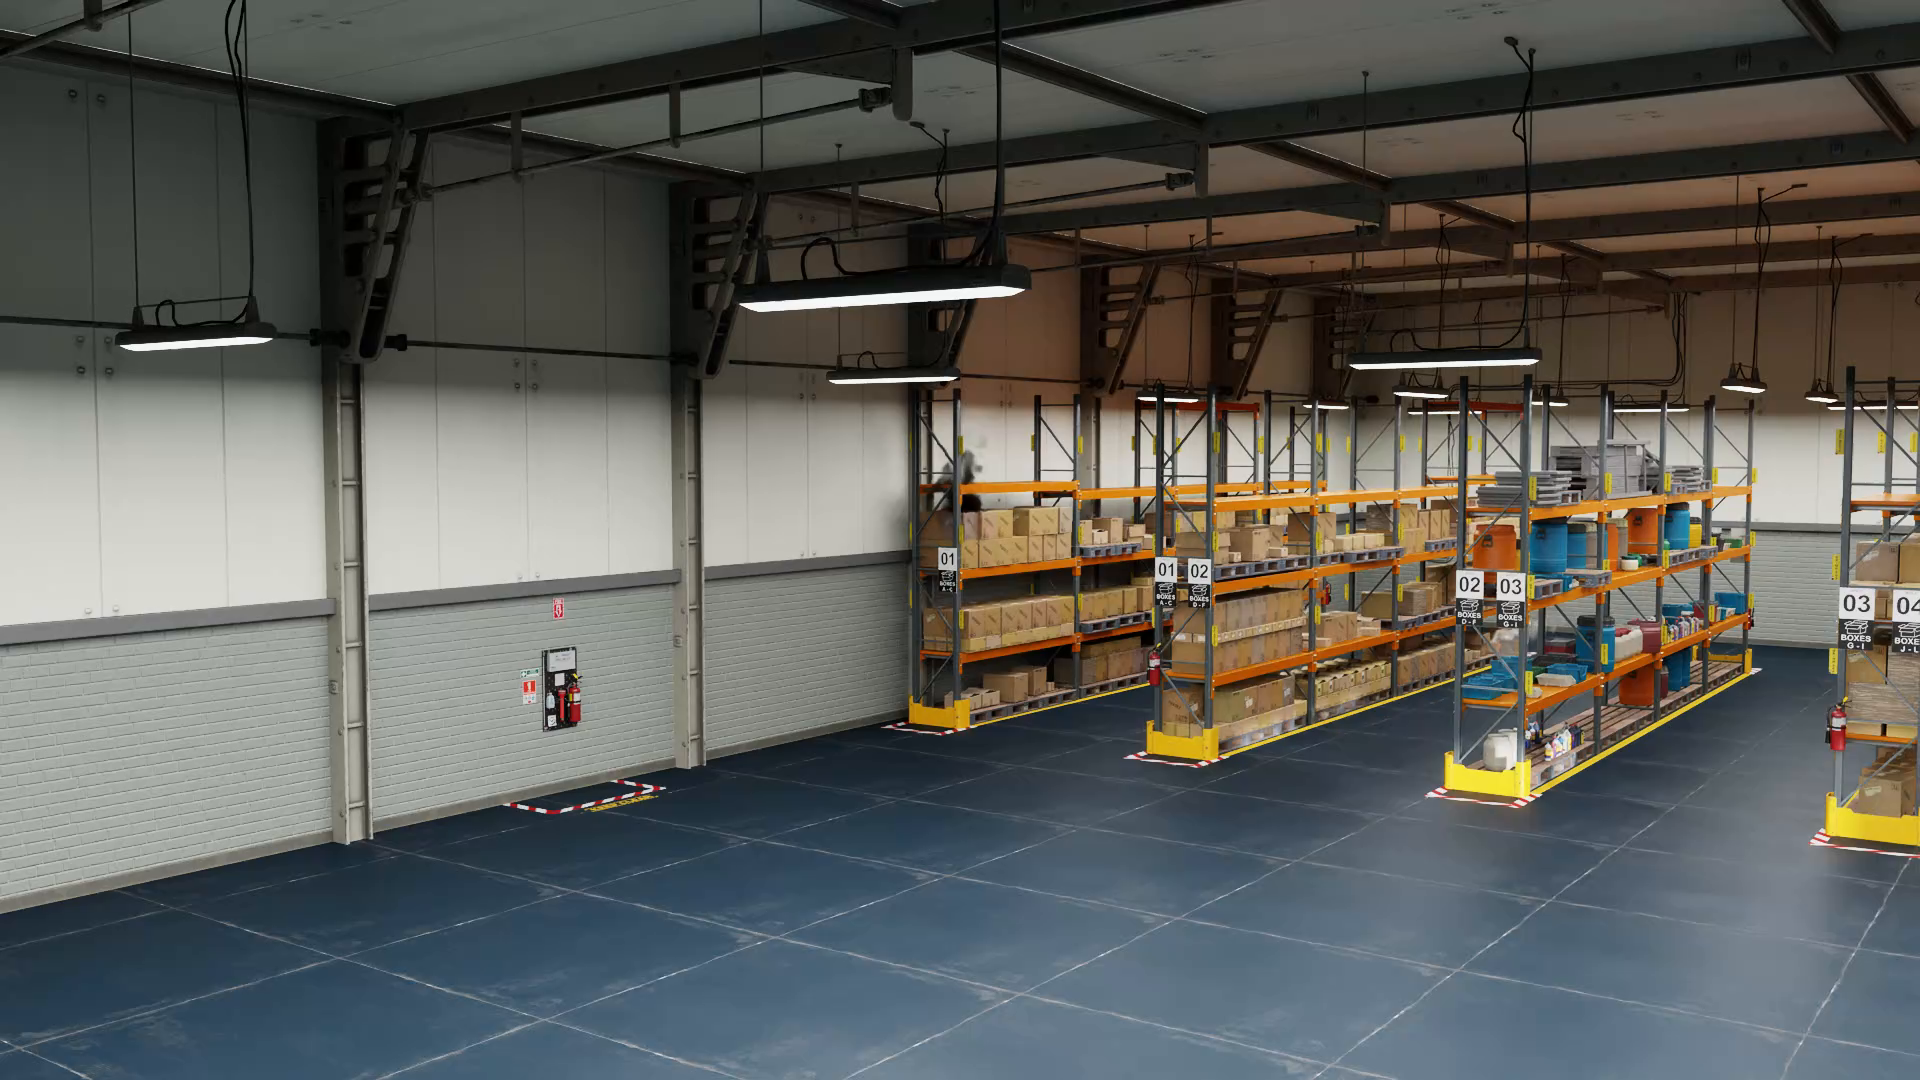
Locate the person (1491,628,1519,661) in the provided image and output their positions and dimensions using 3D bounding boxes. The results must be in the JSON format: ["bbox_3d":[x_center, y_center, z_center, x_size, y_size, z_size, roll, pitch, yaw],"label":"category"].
[{"bbox_3d":[10.765,2.334,32.821,0.528,1.635,0.746,2,4,26],"label":"person"}]
